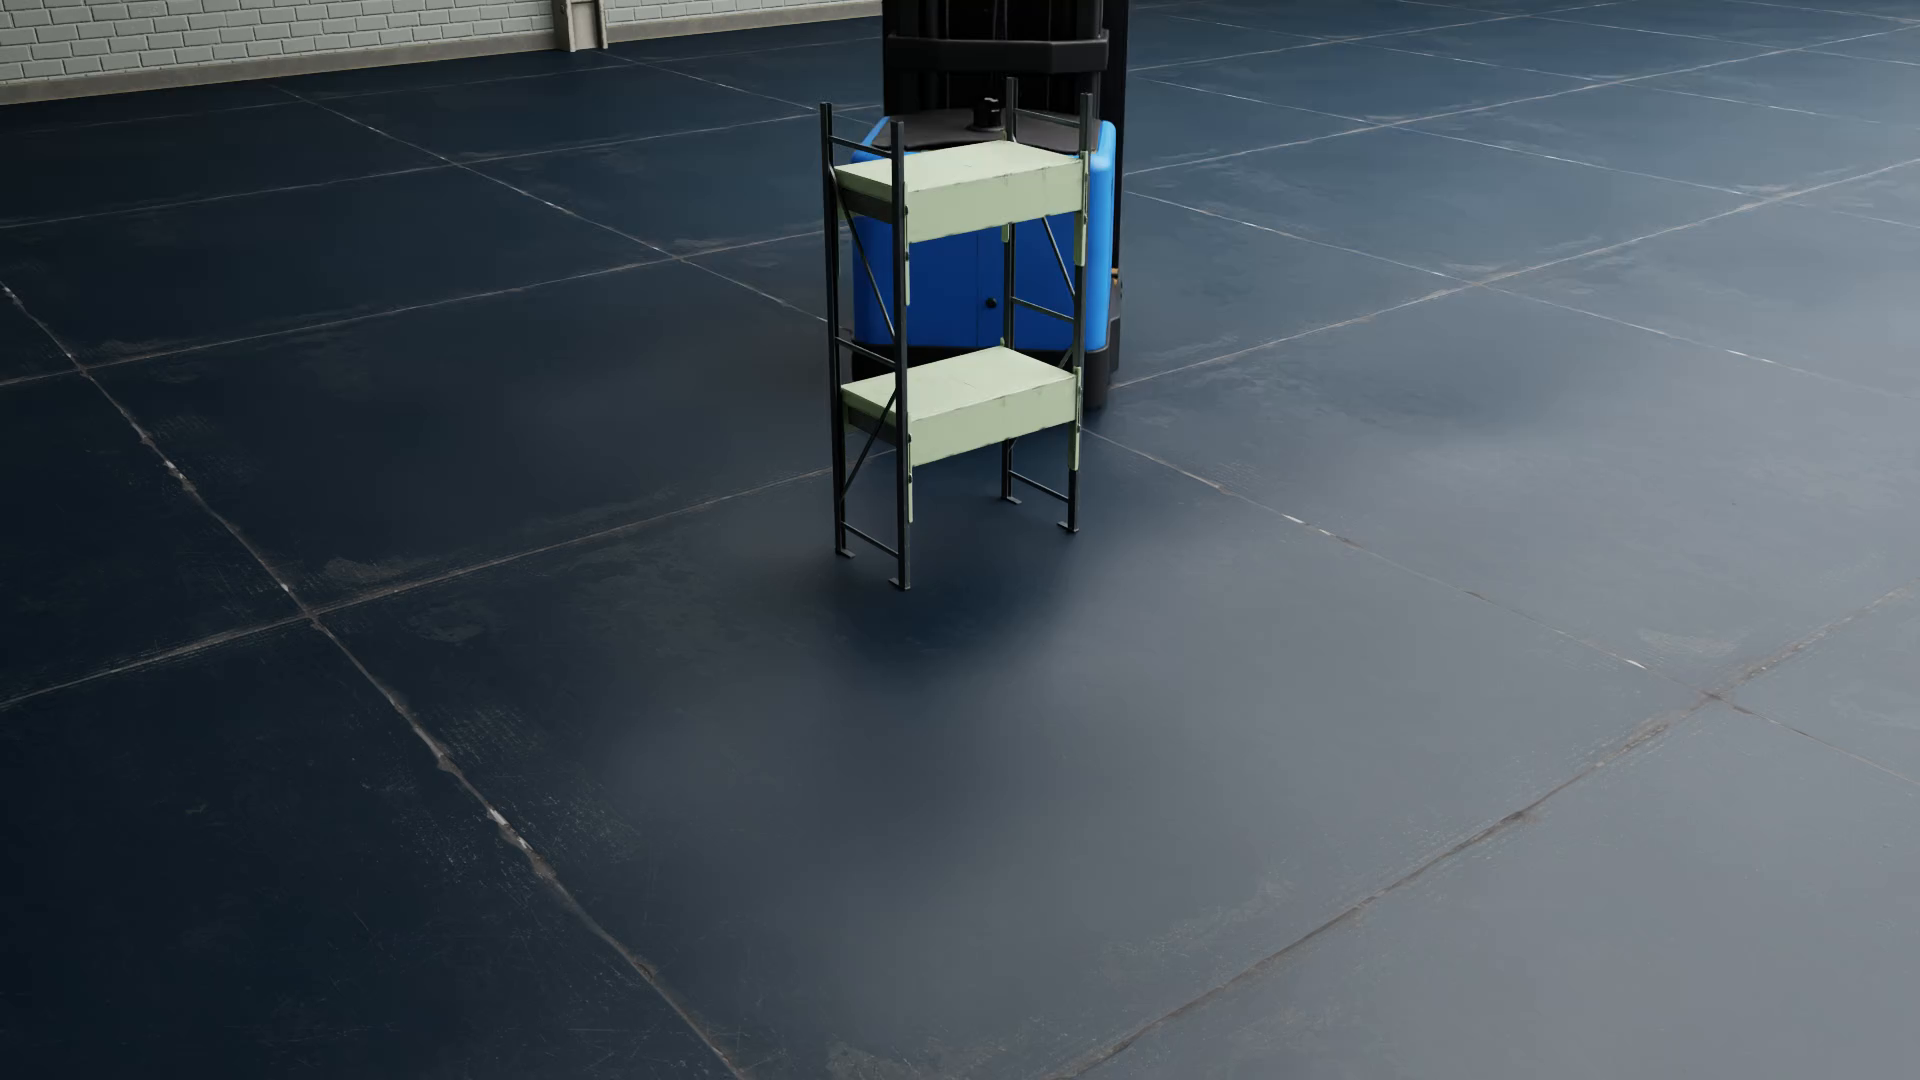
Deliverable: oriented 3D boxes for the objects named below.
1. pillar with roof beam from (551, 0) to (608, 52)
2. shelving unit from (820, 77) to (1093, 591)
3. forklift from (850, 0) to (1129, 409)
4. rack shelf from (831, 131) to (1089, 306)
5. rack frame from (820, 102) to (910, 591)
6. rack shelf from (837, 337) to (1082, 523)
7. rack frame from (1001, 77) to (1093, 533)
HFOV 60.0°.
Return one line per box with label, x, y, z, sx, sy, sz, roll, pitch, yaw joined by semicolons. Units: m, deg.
pillar with roof beam;-0.950;-7.351;10.900;0.400;9.000;9.100;-18;31;-34
shelving unit;-0.005;-0.679;5.431;0.755;1.500;0.431;-18;31;-34
forklift;0.227;-2.447;7.541;1.130;2.935;3.031;3;25;5
rack shelf;-0.005;-1.033;5.266;0.720;0.370;0.431;-18;31;-34
rack frame;-0.293;-0.583;5.226;0.023;1.500;0.400;-18;31;-34
rack shelf;-0.005;-0.383;5.568;0.720;0.370;0.431;-18;31;-34
rack frame;0.283;-0.774;5.635;0.023;1.500;0.400;-18;31;-34
